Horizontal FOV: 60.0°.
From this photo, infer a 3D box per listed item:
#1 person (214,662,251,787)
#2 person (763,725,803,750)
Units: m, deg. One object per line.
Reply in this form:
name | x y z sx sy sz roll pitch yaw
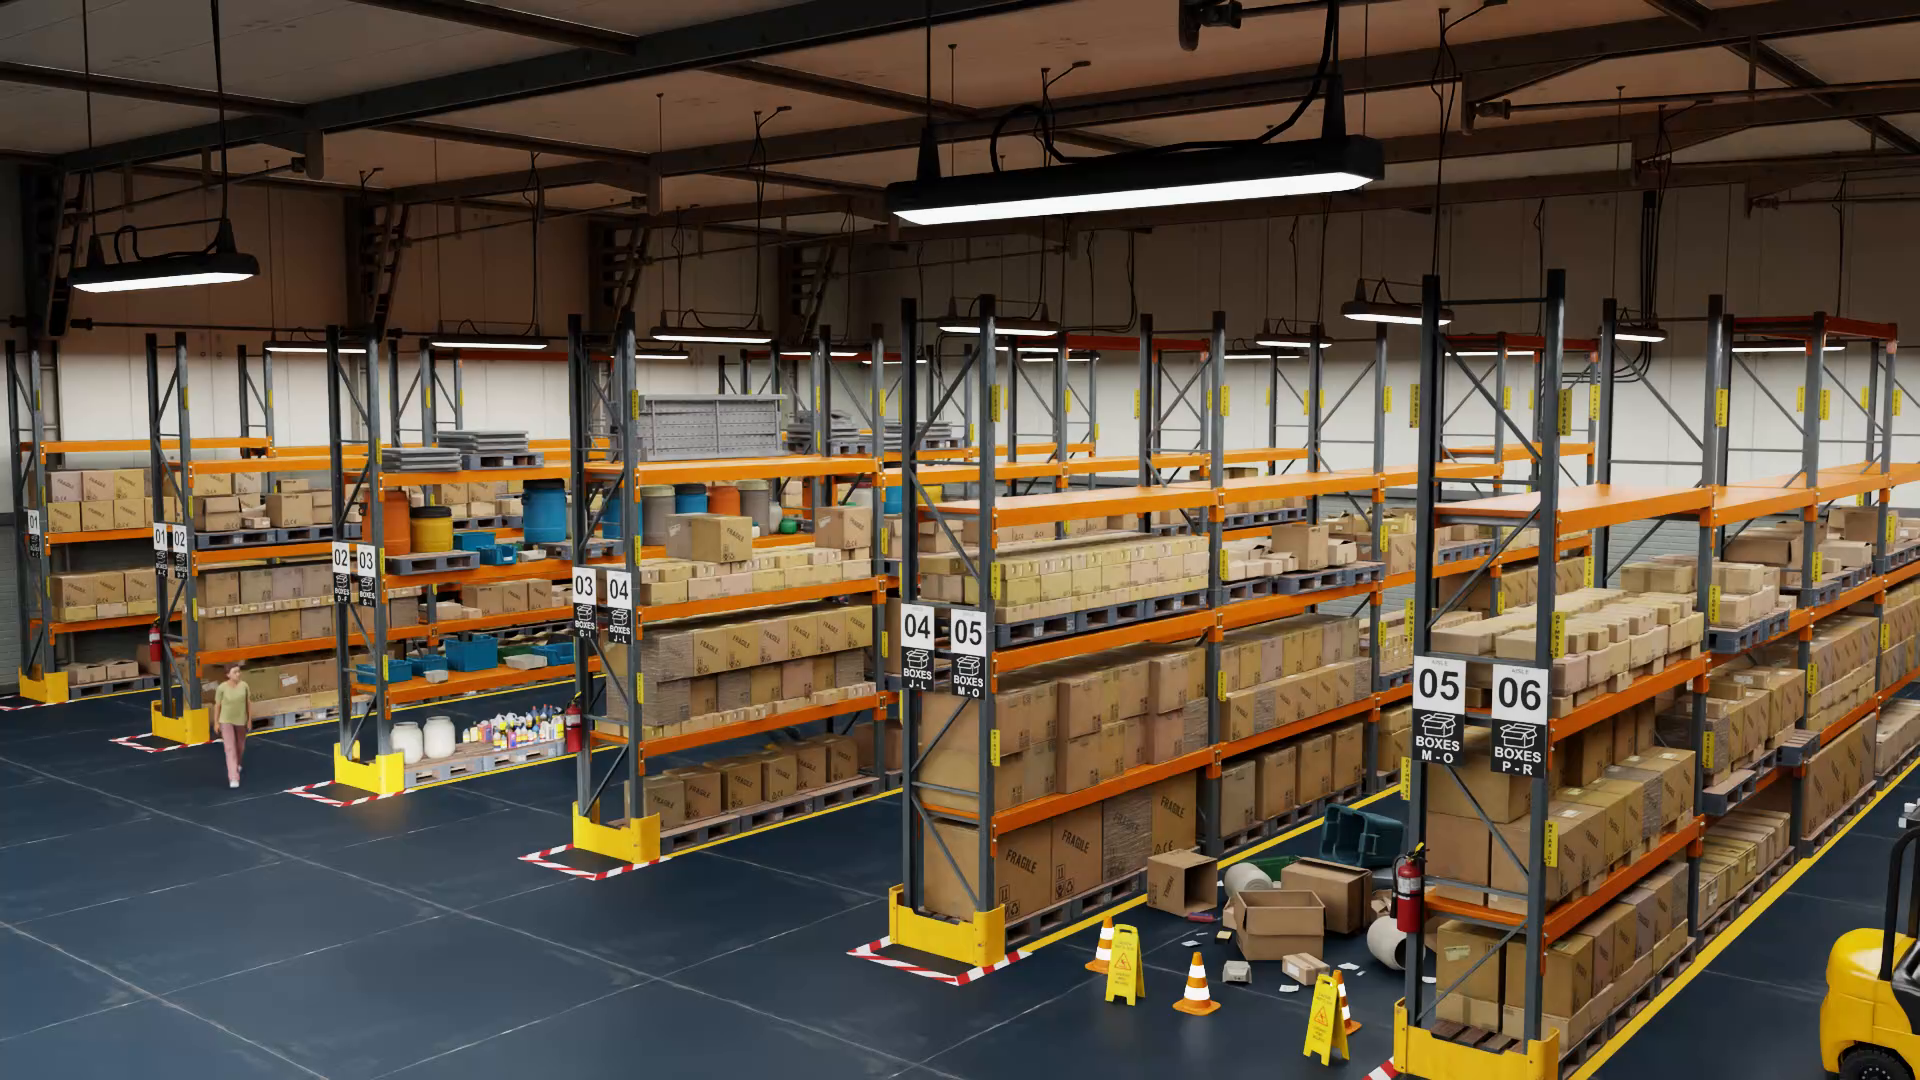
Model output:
person | -9.572 2.395 21.904 0.462 1.606 1.110 -3 6 -34
person | -2.437 2.116 22.704 0.653 1.726 0.698 3 6 32
